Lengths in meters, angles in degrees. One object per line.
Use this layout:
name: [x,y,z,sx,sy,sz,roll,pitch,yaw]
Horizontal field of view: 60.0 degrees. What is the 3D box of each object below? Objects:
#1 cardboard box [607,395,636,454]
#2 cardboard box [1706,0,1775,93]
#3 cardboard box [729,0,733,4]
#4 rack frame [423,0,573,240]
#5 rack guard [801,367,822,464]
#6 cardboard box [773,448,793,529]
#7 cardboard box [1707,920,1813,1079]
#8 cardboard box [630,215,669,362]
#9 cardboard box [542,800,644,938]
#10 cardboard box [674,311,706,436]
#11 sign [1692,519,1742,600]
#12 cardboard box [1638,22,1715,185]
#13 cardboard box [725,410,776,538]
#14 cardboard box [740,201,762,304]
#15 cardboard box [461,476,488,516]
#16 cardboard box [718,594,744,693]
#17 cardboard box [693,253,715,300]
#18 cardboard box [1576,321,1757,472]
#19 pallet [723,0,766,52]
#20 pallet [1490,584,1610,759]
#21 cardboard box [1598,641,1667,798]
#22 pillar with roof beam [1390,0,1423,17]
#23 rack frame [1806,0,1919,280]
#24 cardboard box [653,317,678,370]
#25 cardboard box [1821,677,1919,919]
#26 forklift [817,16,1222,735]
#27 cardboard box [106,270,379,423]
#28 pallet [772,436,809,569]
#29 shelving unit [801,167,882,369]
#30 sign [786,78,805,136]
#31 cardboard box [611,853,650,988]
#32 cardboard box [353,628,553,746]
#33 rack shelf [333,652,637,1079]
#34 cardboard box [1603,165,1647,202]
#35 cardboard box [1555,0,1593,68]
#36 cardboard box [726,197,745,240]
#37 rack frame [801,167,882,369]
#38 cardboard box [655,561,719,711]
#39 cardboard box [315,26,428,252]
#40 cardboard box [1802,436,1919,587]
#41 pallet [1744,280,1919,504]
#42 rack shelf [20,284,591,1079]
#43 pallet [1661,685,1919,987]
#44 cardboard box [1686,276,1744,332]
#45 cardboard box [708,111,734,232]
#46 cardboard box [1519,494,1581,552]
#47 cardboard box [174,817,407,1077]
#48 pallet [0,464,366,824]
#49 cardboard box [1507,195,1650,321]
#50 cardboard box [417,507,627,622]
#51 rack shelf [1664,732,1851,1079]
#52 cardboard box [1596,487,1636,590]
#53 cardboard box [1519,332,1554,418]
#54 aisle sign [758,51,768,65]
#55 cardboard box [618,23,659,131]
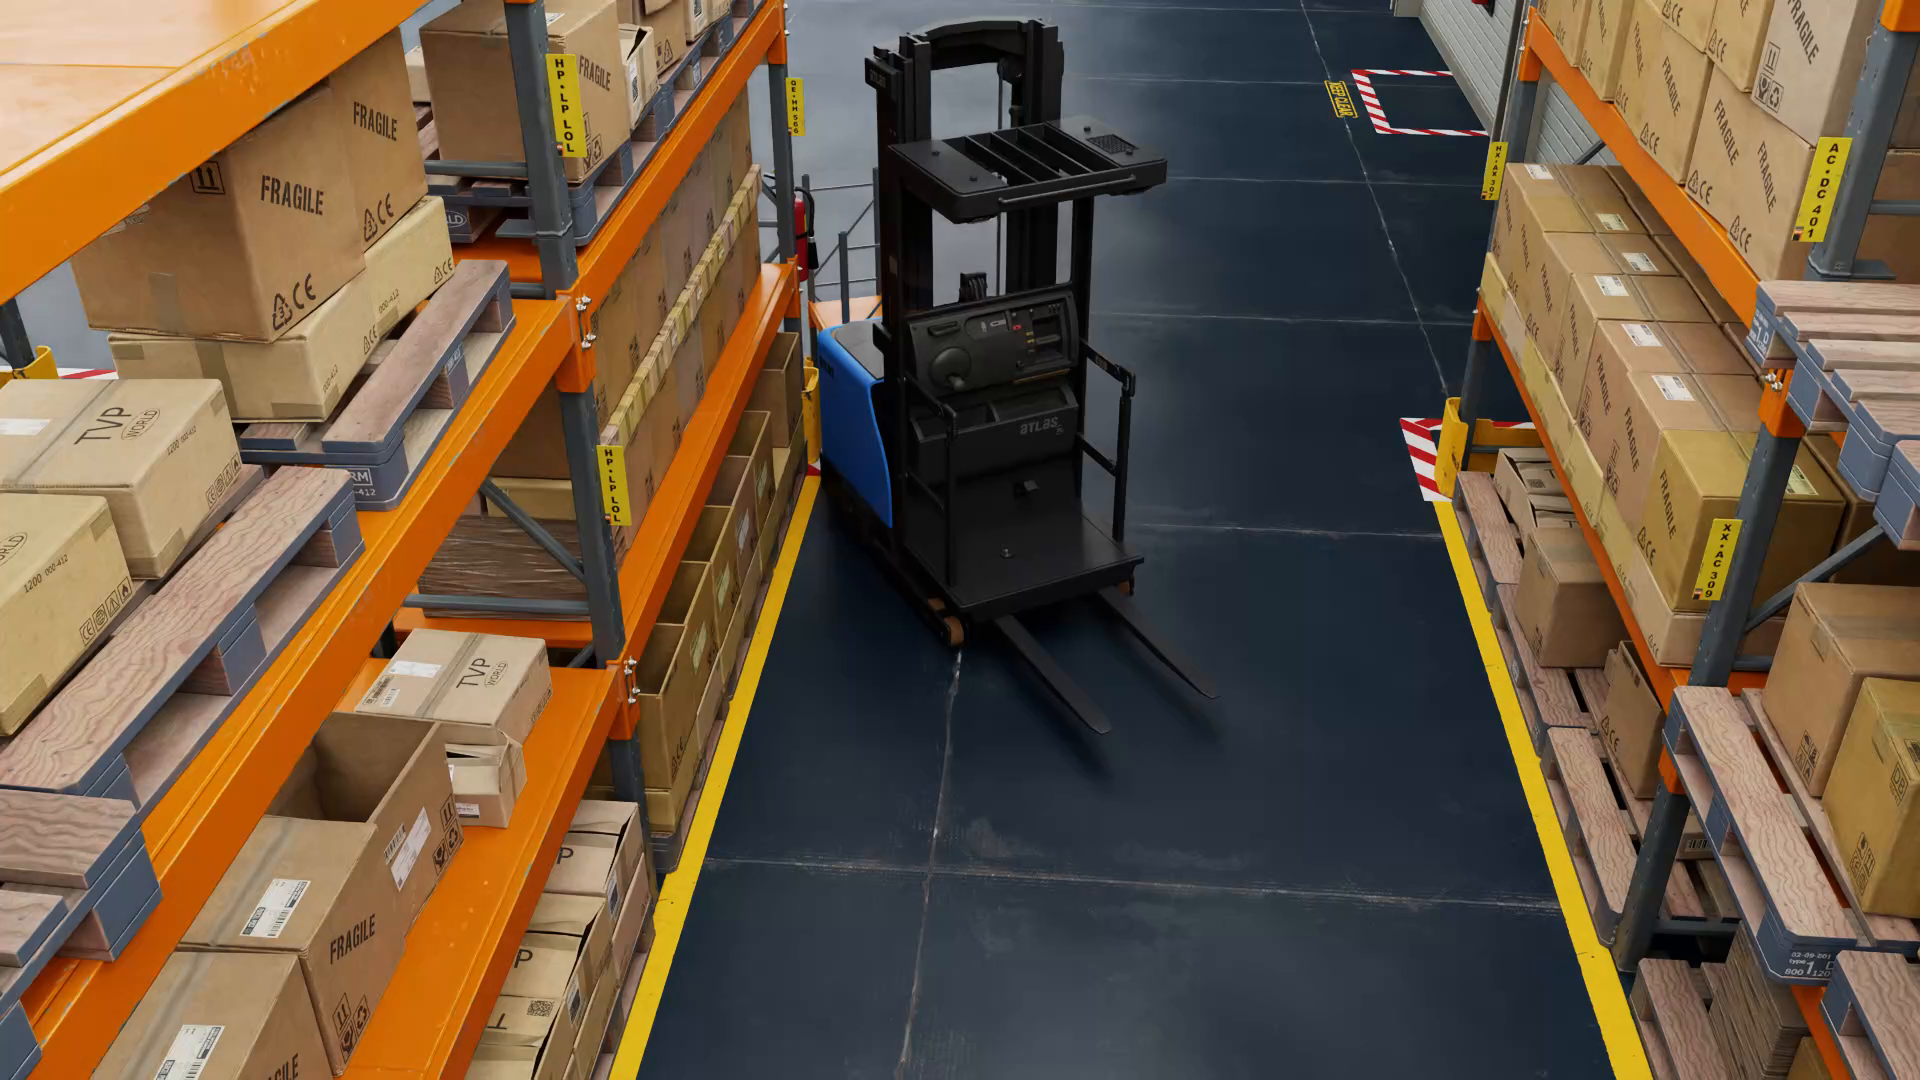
cardboard box: [-1.528,-0.469,6.719,0.380,0.149,0.250,2,32,3]
cardboard box: [2.959,-1.858,5.760,0.500,0.500,0.500,4,32,7]
cardboard box: [-1.288,-2.682,7.773,0.500,0.250,0.500,2,32,4]
rack frame: [-1.783,-2.306,4.695,1.000,3.000,0.127,2,32,4]
rack guard: [-1.455,-0.792,10.339,1.175,0.500,0.348,2,32,4]
cardboard box: [-1.235,-0.297,9.373,0.500,0.250,0.500,2,32,4]
cardboard box: [3.111,1.720,5.843,0.700,0.500,0.500,3,32,6]
cardboard box: [-1.672,-1.105,7.133,0.700,0.500,0.500,2,32,4]
cardboard box: [-1.530,1.225,6.369,0.500,0.311,0.500,2,32,4]
cardboard box: [-1.631,-0.833,7.928,0.700,0.500,0.500,3,32,5]
sign: [2.613,0.070,5.733,0.100,0.325,0.005,2,32,4]
cardboard box: [3.010,-1.700,6.457,0.500,0.500,0.500,1,32,2]
cardboard box: [-1.271,-0.354,8.752,0.500,0.500,0.500,2,32,4]
cardboard box: [-1.508,-1.643,9.241,0.700,0.500,0.500,2,32,4]
cardboard box: [-1.974,-0.222,6.318,0.380,0.149,0.250,2,32,4]
cardboard box: [-1.351,0.488,8.100,0.500,0.250,0.500,2,32,4]
cardboard box: [-1.403,-1.277,8.030,0.380,0.149,0.250,3,32,5]
cardboard box: [2.971,-0.591,7.039,0.500,0.500,0.500,2,32,3]
pallet: [-1.541,-2.714,8.301,1.003,0.211,1.213,2,32,4]
pallet: [3.271,0.652,8.271,1.003,0.211,1.213,2,32,4]
cardboard box: [3.199,0.790,7.352,0.500,0.500,0.500,0,32,0]
pillar with roof beam: [0.972,-10.244,17.575,9.100,9.000,0.400,2,32,4]
rack frame: [3.155,-2.096,4.355,1.000,3.000,0.127,2,32,4]
cardboard box: [-1.467,-0.877,7.381,0.380,0.149,0.250,2,32,3]
cardboard box: [3.026,0.784,4.884,0.700,0.500,0.500,6,32,9]
forklift: [0.277,-0.954,8.284,1.130,2.935,3.031,-15,35,-22]
cardboard box: [-1.885,-0.535,4.423,0.500,0.250,0.500,0,32,-1]
pallet: [-1.478,-0.255,9.743,1.003,0.211,1.213,2,32,4]
shelving unit: [-0.597,-1.412,10.391,0.587,1.500,1.083,-9,33,-14]
sign: [-0.918,-2.407,9.248,0.100,0.325,0.005,2,32,4]
cardboard box: [-1.528,1.469,6.508,0.500,0.250,0.500,2,32,4]
cardboard box: [-1.780,0.571,5.887,0.500,0.250,0.500,4,32,7]
rack shelf: [-1.946,1.600,4.761,1.077,0.370,4.000,2,32,4]
cardboard box: [3.654,-1.642,8.745,0.500,0.500,0.500,2,32,3]
cardboard box: [3.125,-2.519,7.785,0.500,0.500,0.500,4,32,7]
cardboard box: [-1.339,-1.684,8.690,0.380,0.149,0.250,2,32,3]
rack frame: [-0.745,-1.672,10.813,0.500,1.500,0.032,-9,33,-14]
cardboard box: [-1.400,0.430,7.480,0.500,0.500,0.500,2,32,4]
cardboard box: [-1.873,-1.142,4.694,0.500,0.500,0.500,3,32,5]
cardboard box: [3.401,-0.043,6.150,0.500,0.500,0.500,2,32,3]
pallet: [2.998,-0.421,4.675,1.213,0.211,1.003,2,32,4]
rack shelf: [-1.946,0.323,3.974,1.077,0.370,4.000,2,32,4]
pallet: [2.947,0.933,5.341,1.003,0.211,1.213,2,32,4]
cardboard box: [3.524,-0.846,7.453,0.500,0.500,0.500,3,32,5]
cardboard box: [-1.550,-1.892,8.410,0.700,0.500,0.500,2,32,3]
cardboard box: [3.288,-0.021,8.848,0.500,0.311,0.500,5,32,8]
cardboard box: [-1.945,1.144,4.720,0.500,0.500,0.500,3,32,4]
pallet: [-2.054,0.199,3.669,1.003,0.211,1.213,4,32,6]
cardboard box: [3.092,-1.403,8.357,0.500,0.500,0.500,3,32,4]
cardboard box: [-1.753,-0.027,6.620,0.700,0.500,0.500,2,32,3]
rack shelf: [2.992,1.810,4.420,1.077,0.370,4.000,2,32,4]
cardboard box: [2.940,-0.008,6.808,0.500,0.250,0.500,3,32,4]
cardboard box: [3.049,-0.799,8.091,0.500,0.250,0.500,2,32,3]
aisle sign: [-1.159,-2.972,9.016,0.394,0.787,0.004,2,32,4]
cardboard box: [-1.435,-1.764,6.226,0.500,0.311,0.500,1,32,1]
